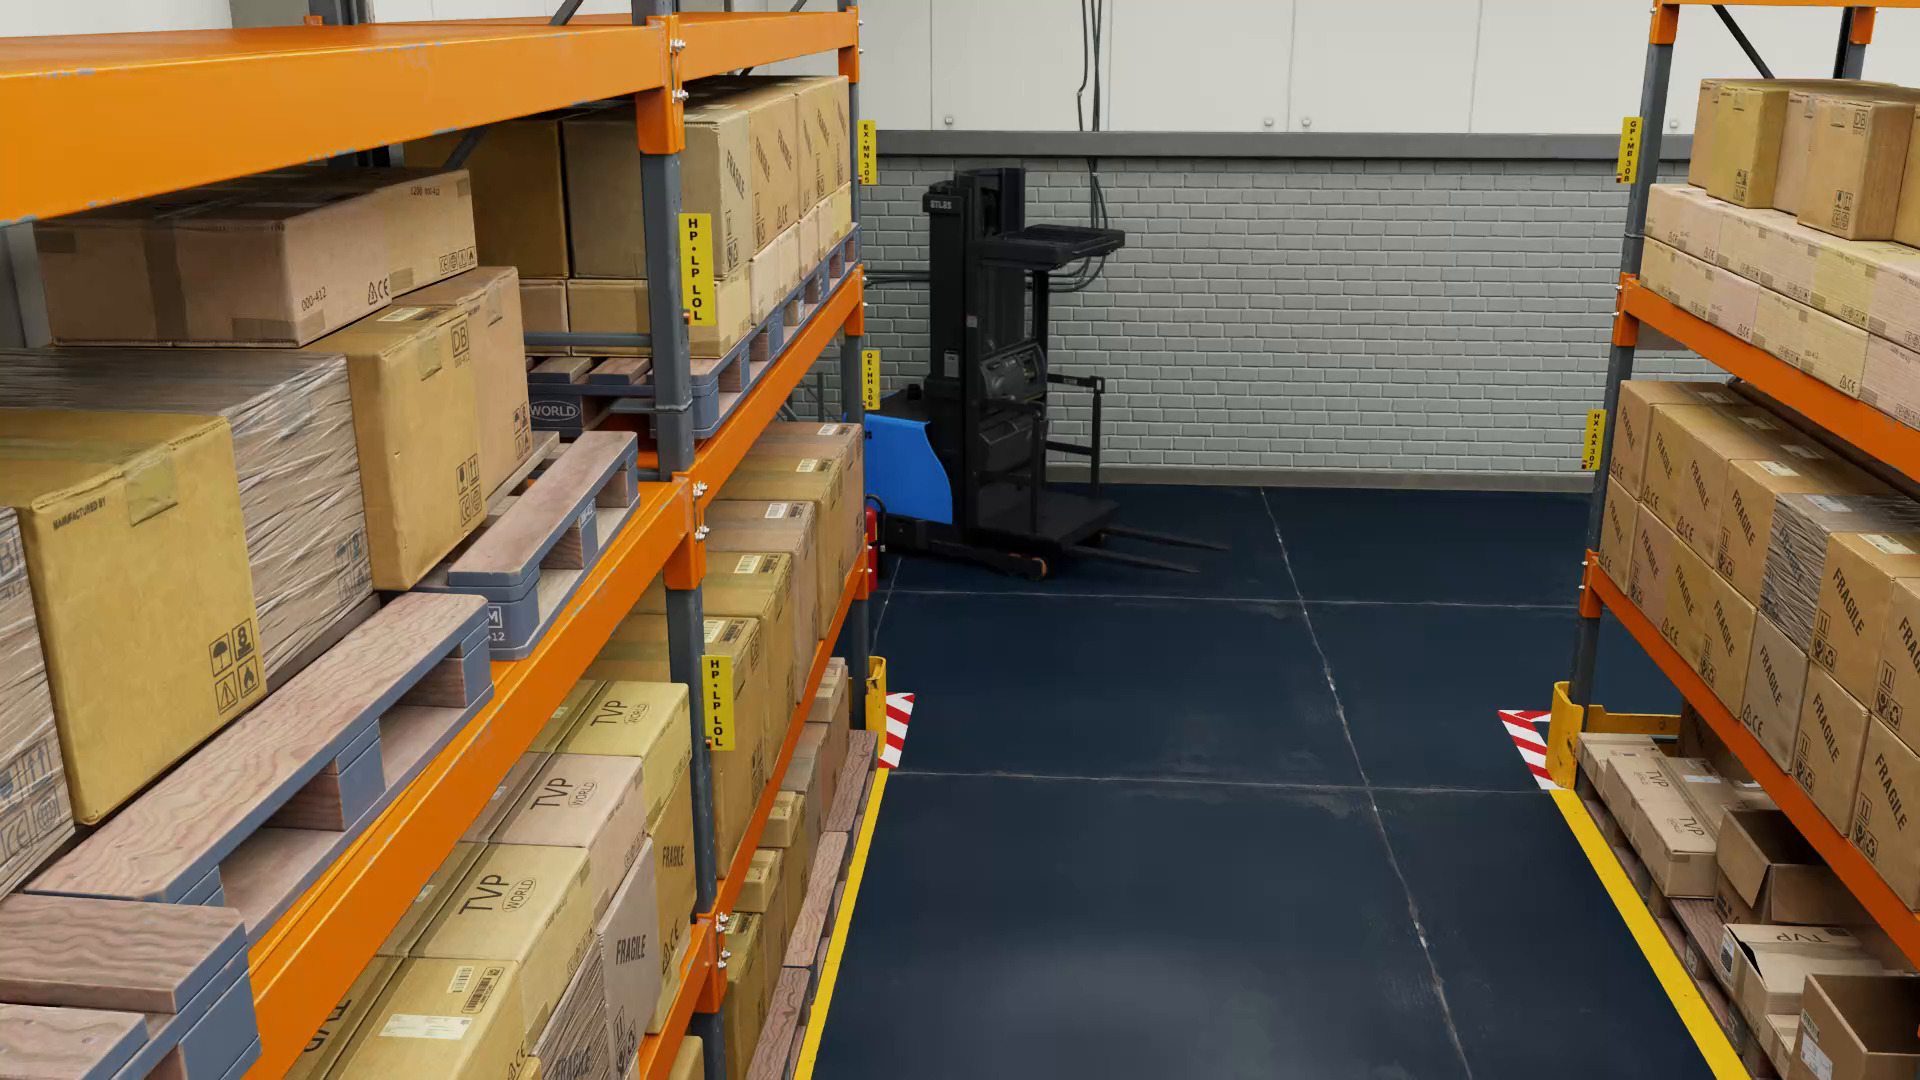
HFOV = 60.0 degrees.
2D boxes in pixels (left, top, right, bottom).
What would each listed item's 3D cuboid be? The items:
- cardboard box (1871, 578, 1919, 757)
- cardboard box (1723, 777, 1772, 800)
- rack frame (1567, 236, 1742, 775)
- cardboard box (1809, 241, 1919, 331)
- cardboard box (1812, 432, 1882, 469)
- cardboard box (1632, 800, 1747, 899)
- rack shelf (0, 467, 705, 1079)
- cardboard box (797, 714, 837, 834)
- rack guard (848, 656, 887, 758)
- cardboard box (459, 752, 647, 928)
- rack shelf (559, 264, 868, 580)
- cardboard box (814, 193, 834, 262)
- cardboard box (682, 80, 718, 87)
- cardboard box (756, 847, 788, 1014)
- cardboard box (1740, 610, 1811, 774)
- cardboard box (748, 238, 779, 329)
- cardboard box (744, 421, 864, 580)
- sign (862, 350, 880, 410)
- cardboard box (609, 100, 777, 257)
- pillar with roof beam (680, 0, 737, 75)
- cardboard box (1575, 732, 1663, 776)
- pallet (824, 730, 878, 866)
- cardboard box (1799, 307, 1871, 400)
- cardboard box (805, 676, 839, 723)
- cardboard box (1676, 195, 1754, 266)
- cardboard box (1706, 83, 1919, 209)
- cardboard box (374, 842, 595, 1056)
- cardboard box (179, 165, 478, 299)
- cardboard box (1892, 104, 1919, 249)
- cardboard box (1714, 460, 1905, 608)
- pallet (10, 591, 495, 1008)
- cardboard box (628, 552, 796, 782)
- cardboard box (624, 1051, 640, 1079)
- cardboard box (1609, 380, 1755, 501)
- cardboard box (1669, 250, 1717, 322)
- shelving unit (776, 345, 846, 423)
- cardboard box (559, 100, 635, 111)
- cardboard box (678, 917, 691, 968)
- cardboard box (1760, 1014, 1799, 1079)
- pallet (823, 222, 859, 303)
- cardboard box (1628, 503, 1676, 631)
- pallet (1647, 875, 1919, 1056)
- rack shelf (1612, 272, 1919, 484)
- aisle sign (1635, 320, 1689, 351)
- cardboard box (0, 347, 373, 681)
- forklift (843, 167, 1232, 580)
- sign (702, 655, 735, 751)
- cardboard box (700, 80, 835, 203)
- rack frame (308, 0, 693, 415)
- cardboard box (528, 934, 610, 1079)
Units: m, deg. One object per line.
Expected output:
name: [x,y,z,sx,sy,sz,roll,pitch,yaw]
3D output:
cardboard box: [3.406,0.447,5.475,0.500,0.500,0.500,1,18,4]
cardboard box: [4.003,1.326,8.403,0.380,0.166,0.250,1,18,4]
rack frame: [3.915,-0.110,8.941,1.000,3.000,0.127,1,18,4]
cardboard box: [3.470,-0.927,6.055,0.500,0.250,0.500,1,18,4]
cardboard box: [4.089,-0.170,7.358,0.500,0.500,0.500,2,18,5]
cardboard box: [3.521,1.461,7.856,0.500,0.250,0.500,1,18,4]
rack shelf: [-1.456,0.561,3.232,1.077,0.370,4.000,1,18,4]
cardboard box: [-1.013,1.144,8.454,0.700,0.500,0.500,1,18,4]
rack guard: [-1.025,0.961,9.687,1.175,0.500,0.348,1,18,4]
cardboard box: [-1.138,0.778,4.357,0.500,0.250,0.500,2,18,5]
rack shelf: [-1.170,-0.682,7.024,1.077,0.370,4.000,1,18,4]
cardboard box: [-0.850,-1.425,7.544,0.500,0.250,0.500,1,18,2]
cardboard box: [-1.365,-1.791,7.457,0.500,0.500,0.500,1,18,3]
cardboard box: [-1.118,1.626,6.985,0.700,0.500,0.500,1,18,3]
cardboard box: [3.478,0.604,6.601,0.500,0.500,0.500,2,18,5]
cardboard box: [-0.950,-0.945,6.077,0.500,0.250,0.500,1,18,3]
cardboard box: [-1.053,-0.203,8.744,0.980,0.700,0.700,2,18,6]
sign: [-0.486,-0.865,9.007,0.100,0.325,0.005,1,18,4]
cardboard box: [-0.952,-1.309,5.986,0.500,0.500,0.500,1,18,3]
pillar with roof beam: [2.598,-3.832,10.665,9.100,9.000,0.400,1,18,4]
cardboard box: [3.542,1.158,8.943,0.380,0.149,0.250,1,18,4]
pallet: [-1.006,1.356,8.946,1.003,0.211,1.213,1,18,4]
cardboard box: [3.471,-0.689,6.132,0.500,0.250,0.500,1,18,4]
cardboard box: [-0.822,0.804,8.451,0.380,0.149,0.250,2,18,5]
cardboard box: [3.575,-1.393,7.476,0.500,0.250,0.500,1,18,4]
cardboard box: [3.774,-1.744,7.346,0.700,0.500,0.500,1,18,4]
cardboard box: [-1.174,0.936,3.874,0.500,0.250,0.500,2,18,5]
cardboard box: [-1.507,-0.745,3.990,0.500,0.250,0.500,3,18,8]
cardboard box: [3.832,-1.275,5.913,0.700,0.500,0.500,1,18,4]
cardboard box: [3.514,-0.025,6.915,0.500,0.500,0.500,1,18,3]
pallet: [-1.529,0.381,2.928,1.003,0.211,1.213,2,18,6]
cardboard box: [-1.200,0.486,6.641,0.980,0.700,0.700,1,18,3]
cardboard box: [-1.073,1.486,4.442,0.380,0.149,0.250,1,18,4]
cardboard box: [3.620,-0.500,8.367,0.500,0.500,0.500,2,18,6]
cardboard box: [3.576,-1.155,7.554,0.500,0.250,0.500,1,18,4]
shelving unit: [-1.220,-0.705,13.165,0.538,1.500,1.048,2,18,6]
cardboard box: [-1.459,-1.317,6.009,0.500,0.500,0.500,1,18,2]
cardboard box: [-1.055,1.244,5.179,0.380,0.149,0.250,1,18,4]
cardboard box: [3.353,1.977,6.444,0.380,0.149,0.250,1,18,4]
pallet: [-1.069,-1.372,8.117,1.003,0.211,1.213,1,18,4]
cardboard box: [3.588,0.135,8.033,0.500,0.500,0.500,1,18,3]
pallet: [3.763,1.865,7.394,1.003,0.211,1.213,1,18,4]
rack shelf: [3.771,-0.572,6.690,1.077,0.370,4.000,1,18,4]
aisle sign: [3.627,-1.373,8.620,0.394,0.787,0.004,1,18,4]
cardboard box: [-1.561,-0.059,3.103,0.700,0.500,0.500,1,18,4]
forklift: [0.587,-1.281,12.624,3.031,2.935,1.130,11,21,29]
sign: [-0.771,0.520,5.287,0.100,0.325,0.005,1,18,4]
cardboard box: [-0.853,-1.788,7.447,0.500,0.500,0.500,2,18,6]
rack frame: [-1.313,-1.828,4.549,1.000,3.000,0.127,1,18,4]
cardboard box: [-1.166,1.288,4.004,0.500,0.500,0.500,1,18,4]
